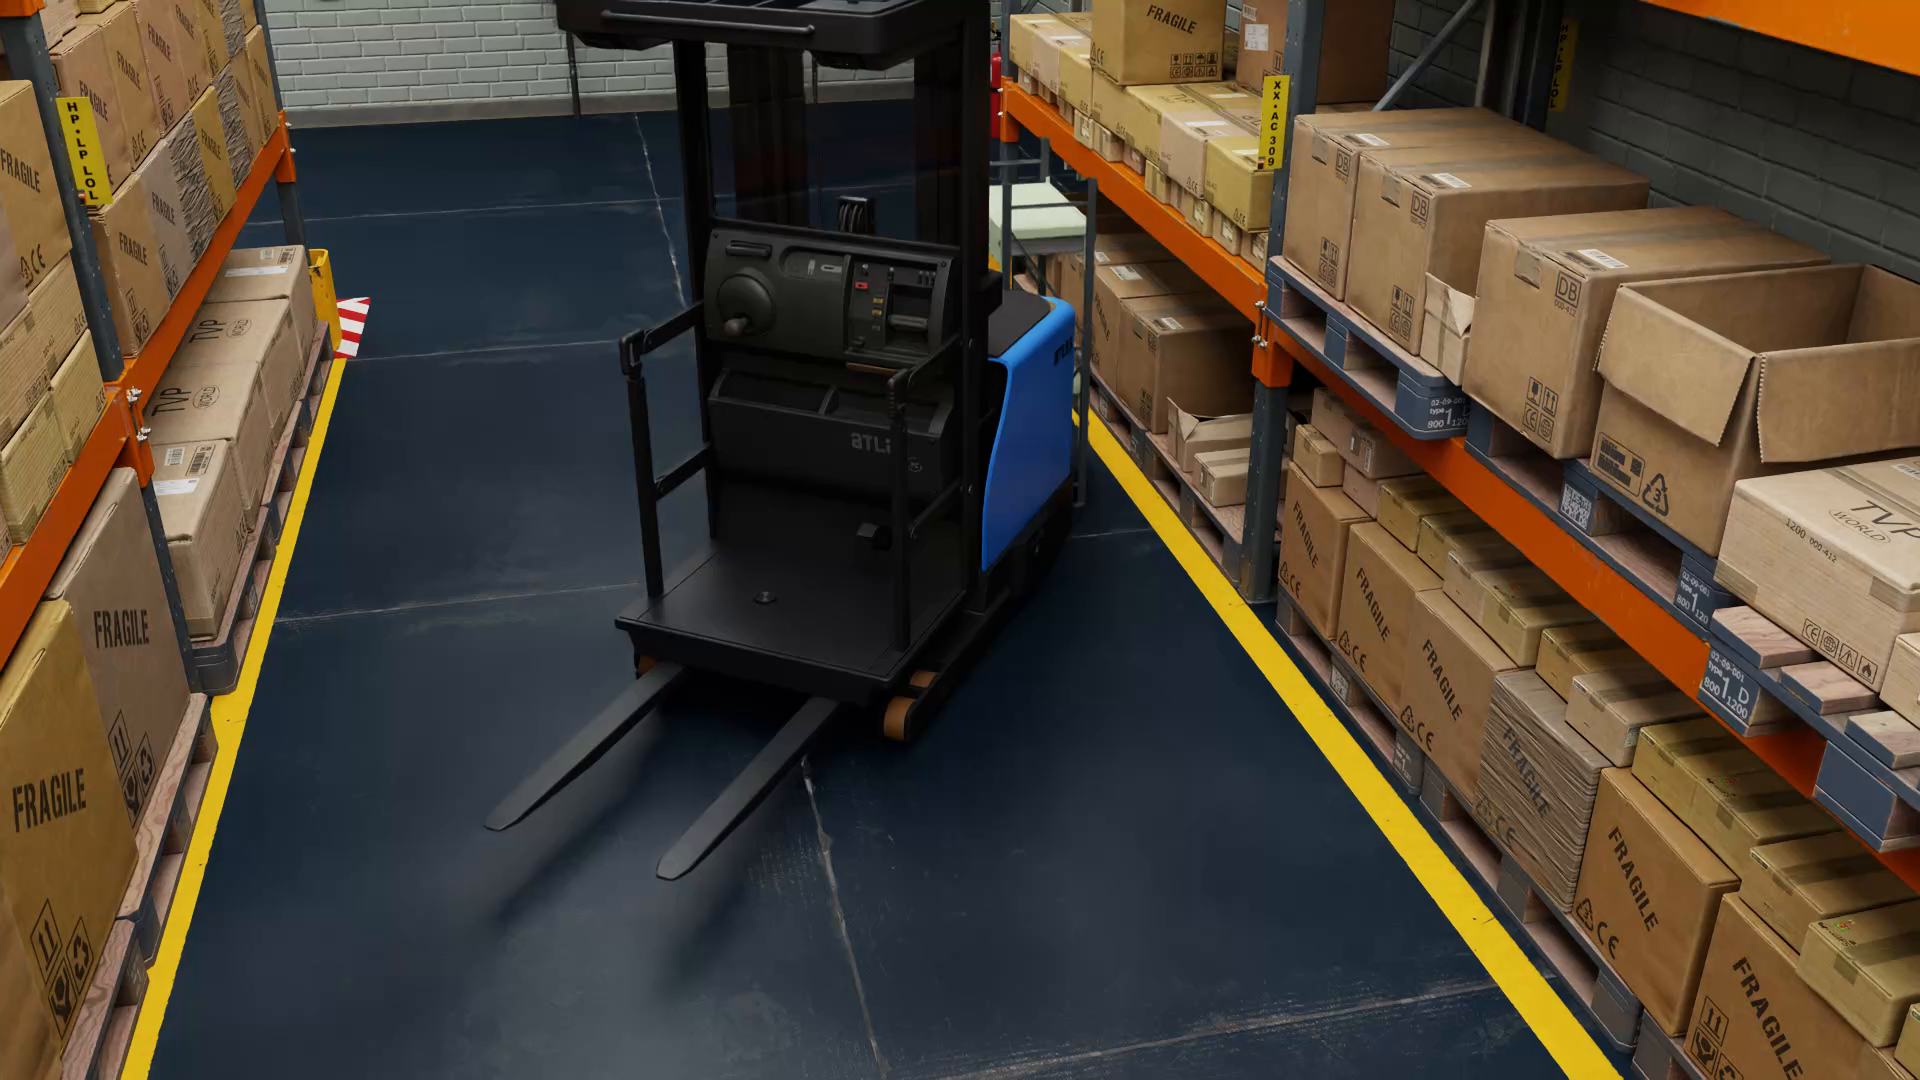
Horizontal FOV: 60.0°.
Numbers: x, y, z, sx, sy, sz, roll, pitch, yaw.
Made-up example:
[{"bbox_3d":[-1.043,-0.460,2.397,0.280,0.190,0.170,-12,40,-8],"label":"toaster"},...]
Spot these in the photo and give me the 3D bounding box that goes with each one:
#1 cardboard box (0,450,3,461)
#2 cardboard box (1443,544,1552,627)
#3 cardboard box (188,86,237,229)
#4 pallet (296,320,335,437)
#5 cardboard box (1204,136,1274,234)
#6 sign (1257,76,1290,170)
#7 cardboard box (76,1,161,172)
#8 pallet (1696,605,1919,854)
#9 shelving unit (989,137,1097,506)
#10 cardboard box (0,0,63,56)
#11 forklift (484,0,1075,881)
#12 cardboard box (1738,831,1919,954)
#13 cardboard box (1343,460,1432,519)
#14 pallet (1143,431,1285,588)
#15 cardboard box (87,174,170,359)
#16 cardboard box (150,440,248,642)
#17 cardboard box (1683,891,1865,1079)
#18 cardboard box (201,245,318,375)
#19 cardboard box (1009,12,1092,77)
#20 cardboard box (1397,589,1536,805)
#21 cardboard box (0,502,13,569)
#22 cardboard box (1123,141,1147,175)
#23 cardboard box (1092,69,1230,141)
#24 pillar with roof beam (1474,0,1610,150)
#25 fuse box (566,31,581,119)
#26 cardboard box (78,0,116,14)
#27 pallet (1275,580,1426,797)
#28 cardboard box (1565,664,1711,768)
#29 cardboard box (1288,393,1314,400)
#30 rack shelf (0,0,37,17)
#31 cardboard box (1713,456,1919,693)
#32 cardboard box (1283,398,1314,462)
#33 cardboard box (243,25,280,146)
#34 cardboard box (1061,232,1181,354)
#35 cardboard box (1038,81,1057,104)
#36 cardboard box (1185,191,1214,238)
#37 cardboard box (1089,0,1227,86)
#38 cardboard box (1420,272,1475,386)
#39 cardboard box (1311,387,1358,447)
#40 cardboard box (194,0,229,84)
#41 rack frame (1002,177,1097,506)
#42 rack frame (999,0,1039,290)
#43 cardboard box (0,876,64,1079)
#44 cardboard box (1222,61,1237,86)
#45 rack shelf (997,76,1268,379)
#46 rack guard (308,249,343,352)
[{"bbox_3d":[-2.618,-0.184,3.897,0.500,0.250,0.500,-5,27,-10],"label":"cardboard box"},{"bbox_3d":[1.762,0.133,5.245,0.380,0.149,0.250,-6,27,-12],"label":"cardboard box"},{"bbox_3d":[-3.379,-1.586,6.952,0.500,0.500,0.500,-5,27,-10],"label":"cardboard box"},{"bbox_3d":[-3.842,-0.810,8.621,1.003,0.211,1.213,-6,27,-12],"label":"pallet"},{"bbox_3d":[1.286,-1.412,6.555,0.500,0.250,0.500,-5,27,-10],"label":"cardboard box"},{"bbox_3d":[1.111,-1.476,5.884,0.100,0.325,0.005,-6,27,-12],"label":"sign"},{"bbox_3d":[-3.176,-1.589,5.848,0.500,0.500,0.500,-6,27,-12],"label":"cardboard box"},{"bbox_3d":[2.319,0.404,3.334,1.213,0.211,1.003,-6,27,-12],"label":"pallet"},{"bbox_3d":[0.290,-0.974,7.515,0.431,1.500,0.755,-6,27,-12],"label":"shelving unit"},{"bbox_3d":[-3.015,-1.587,5.126,0.380,0.149,0.250,-6,27,-12],"label":"cardboard box"},{"bbox_3d":[-0.551,-0.813,5.607,1.130,2.935,3.031,11,29,20],"label":"forklift"},{"bbox_3d":[2.074,0.819,3.886,0.380,0.149,0.250,-7,28,-13],"label":"cardboard box"},{"bbox_3d":[1.598,-0.211,5.926,0.380,0.149,0.250,-7,28,-13],"label":"cardboard box"},{"bbox_3d":[1.485,-0.204,7.421,1.003,0.211,1.213,-6,27,-12],"label":"pallet"},{"bbox_3d":[-3.047,-0.919,5.631,0.500,0.500,0.500,-5,27,-10],"label":"cardboard box"},{"bbox_3d":[-3.234,0.028,6.243,0.875,0.438,0.875,-6,27,-12],"label":"cardboard box"},{"bbox_3d":[2.133,1.152,3.946,0.500,0.500,0.500,-6,27,-12],"label":"cardboard box"},{"bbox_3d":[-3.852,-1.162,8.601,0.875,0.438,0.875,-7,28,-13],"label":"cardboard box"},{"bbox_3d":[0.577,-2.743,9.192,0.500,0.250,0.500,-6,27,-11],"label":"cardboard box"},{"bbox_3d":[1.766,0.468,5.301,0.500,0.500,0.500,-7,28,-13],"label":"cardboard box"},{"bbox_3d":[-2.641,0.044,4.001,0.500,0.250,0.500,-7,28,-13],"label":"cardboard box"},{"bbox_3d":[0.990,-1.829,7.824,0.380,0.149,0.250,-6,27,-12],"label":"cardboard box"},{"bbox_3d":[0.944,-2.077,7.873,0.500,0.250,0.500,-7,28,-13],"label":"cardboard box"},{"bbox_3d":[-1.835,-3.786,4.764,9.100,9.000,0.400,-6,27,-12],"label":"pillar with roof beam"},{"bbox_3d":[-3.312,-4.445,14.158,0.539,1.711,0.414,-6,27,-12],"label":"fuse box"},{"bbox_3d":[-3.183,-1.922,5.788,0.380,0.149,0.250,-6,27,-12],"label":"cardboard box"},{"bbox_3d":[1.859,0.451,6.123,1.003,0.211,1.213,-6,27,-12],"label":"pallet"},{"bbox_3d":[1.910,0.471,4.576,0.380,0.149,0.250,-7,28,-14],"label":"cardboard box"},{"bbox_3d":[1.622,-0.567,7.742,0.380,0.149,0.250,-6,27,-12],"label":"cardboard box"},{"bbox_3d":[-2.746,-0.782,2.940,1.077,0.370,4.000,-6,27,-12],"label":"rack shelf"},{"bbox_3d":[1.987,0.058,3.507,0.500,0.250,0.500,-7,28,-14],"label":"cardboard box"},{"bbox_3d":[1.720,-0.449,7.328,0.500,0.311,0.500,-5,27,-10],"label":"cardboard box"},{"bbox_3d":[-3.732,-2.258,8.283,0.500,0.500,0.500,-6,27,-11],"label":"cardboard box"},{"bbox_3d":[0.937,-1.318,8.840,0.700,0.500,0.500,-5,27,-9],"label":"cardboard box"},{"bbox_3d":[0.646,-2.512,9.177,0.380,0.149,0.250,-5,27,-10],"label":"cardboard box"},{"bbox_3d":[1.159,-1.374,6.921,0.380,0.149,0.250,-5,27,-10],"label":"cardboard box"},{"bbox_3d":[0.915,-2.419,7.718,0.500,0.500,0.500,-5,27,-10],"label":"cardboard box"},{"bbox_3d":[1.578,-0.626,4.845,0.396,0.266,0.258,-5,27,-9],"label":"cardboard box"},{"bbox_3d":[1.519,-0.463,6.097,0.380,0.149,0.250,-6,27,-12],"label":"cardboard box"},{"bbox_3d":[-3.503,-2.258,7.173,0.500,0.500,0.500,-6,27,-12],"label":"cardboard box"},{"bbox_3d":[0.372,-0.813,7.196,0.400,1.500,0.023,-6,27,-12],"label":"rack frame"},{"bbox_3d":[0.737,-2.904,9.674,1.000,3.000,0.127,-6,27,-12],"label":"rack frame"},{"bbox_3d":[-2.567,1.171,3.492,0.875,0.875,0.875,-6,27,-11],"label":"cardboard box"},{"bbox_3d":[1.439,-2.121,7.959,0.500,0.250,0.500,-6,27,-12],"label":"cardboard box"},{"bbox_3d":[1.188,-1.704,8.096,1.077,0.370,4.000,-6,27,-12],"label":"rack shelf"},{"bbox_3d":[-4.104,-1.293,9.256,1.175,0.500,0.348,-6,27,-12],"label":"rack guard"}]
